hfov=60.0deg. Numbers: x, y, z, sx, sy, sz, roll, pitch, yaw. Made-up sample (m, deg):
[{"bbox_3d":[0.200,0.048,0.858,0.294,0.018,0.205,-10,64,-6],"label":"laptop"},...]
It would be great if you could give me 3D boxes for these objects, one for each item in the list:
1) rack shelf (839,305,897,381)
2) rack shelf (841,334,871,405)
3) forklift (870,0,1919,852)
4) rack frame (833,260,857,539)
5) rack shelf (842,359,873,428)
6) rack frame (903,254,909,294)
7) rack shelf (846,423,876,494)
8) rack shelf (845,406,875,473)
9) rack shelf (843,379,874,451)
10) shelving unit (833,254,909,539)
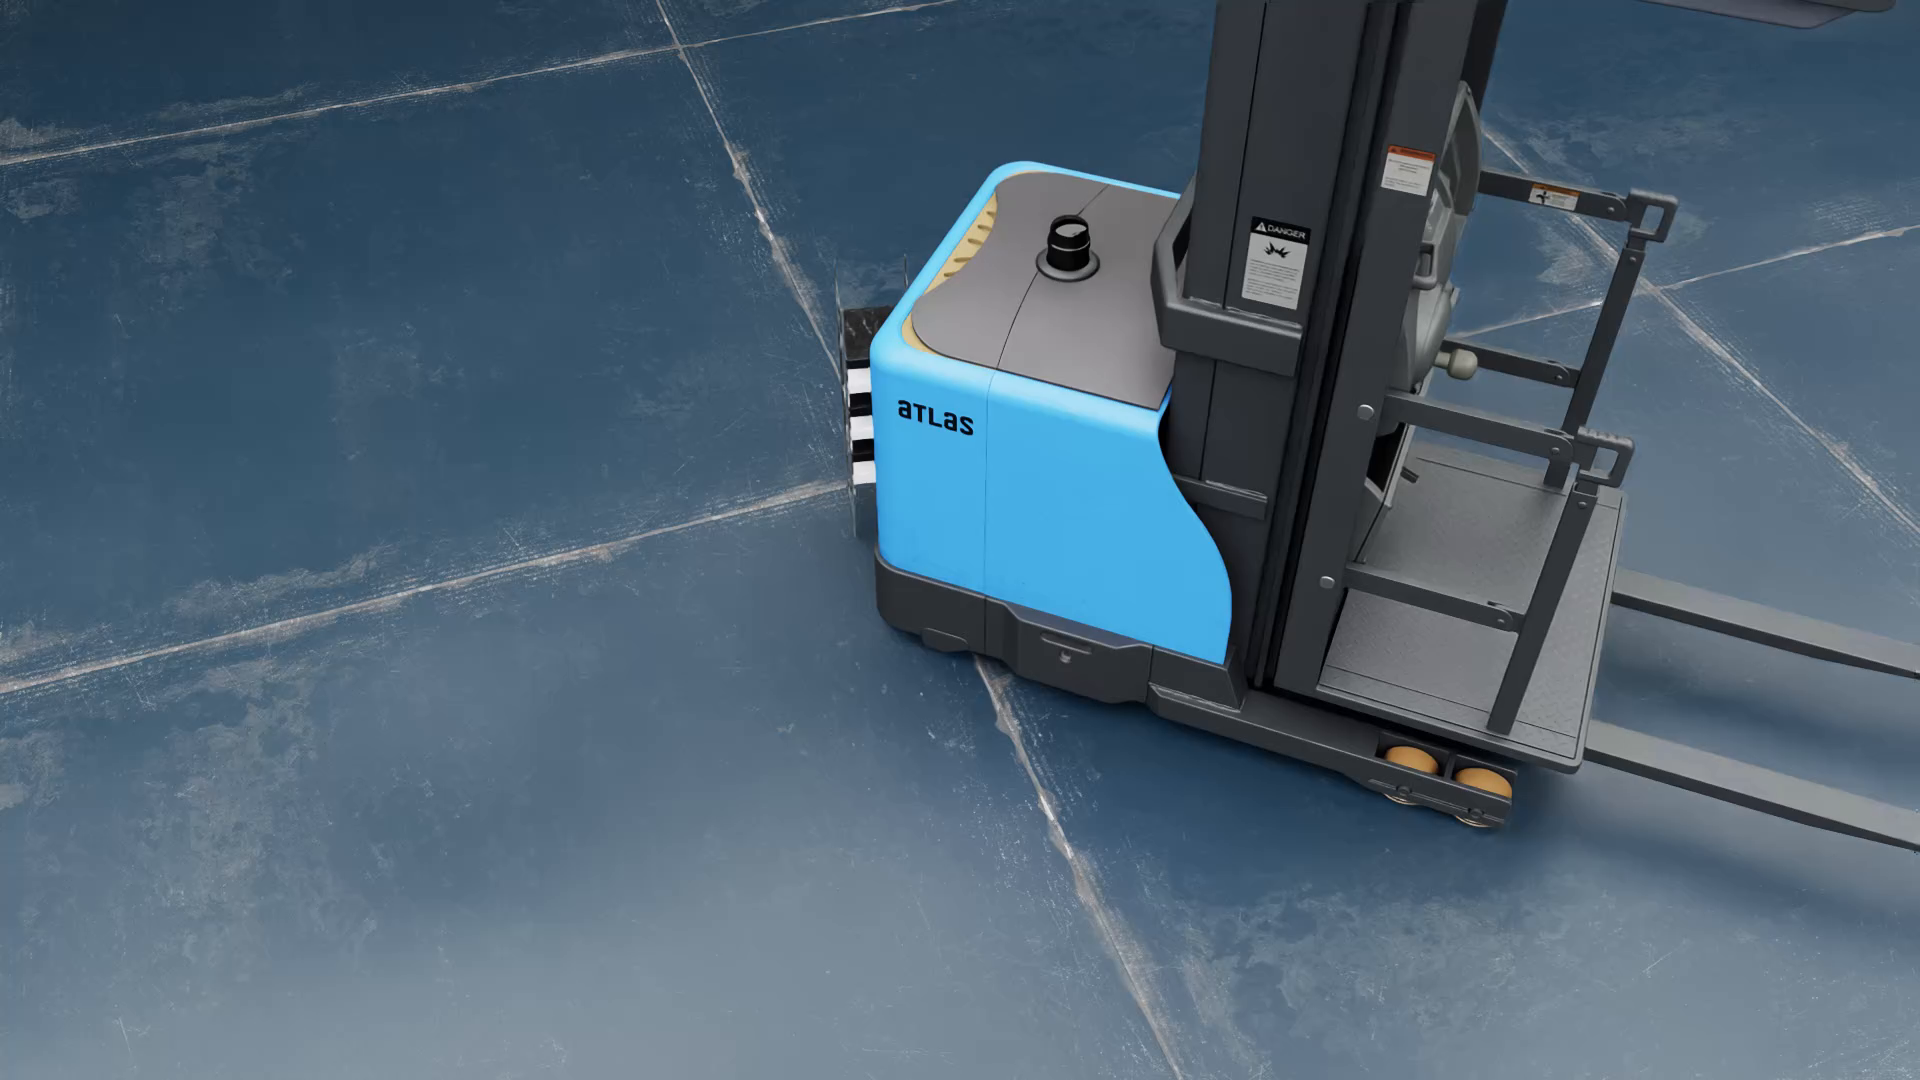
[{"bbox_3d":[-0.244,-0.582,4.860,0.200,0.077,0.258,-6,45,-6],"label":"rack shelf"},{"bbox_3d":[-0.244,-0.518,4.924,0.200,0.077,0.258,-6,45,-6],"label":"rack shelf"},{"bbox_3d":[1.320,-0.693,3.871,3.031,2.935,1.130,16,47,15],"label":"forklift"},{"bbox_3d":[-0.345,-0.404,5.017,0.006,0.900,0.240,-6,45,-6],"label":"rack frame"},{"bbox_3d":[-0.244,-0.455,4.987,0.200,0.077,0.258,-6,45,-6],"label":"rack shelf"},{"bbox_3d":[-0.144,-0.425,5.038,0.006,0.900,0.240,-6,45,-6],"label":"rack frame"},{"bbox_3d":[-0.244,-0.264,5.178,0.200,0.077,0.258,-6,45,-6],"label":"rack shelf"},{"bbox_3d":[-0.244,-0.327,5.115,0.200,0.077,0.258,-6,45,-6],"label":"rack shelf"},{"bbox_3d":[-0.244,-0.391,5.051,0.200,0.077,0.258,-6,45,-6],"label":"rack shelf"},{"bbox_3d":[-0.244,-0.414,5.028,0.210,0.900,0.258,-6,45,-6],"label":"shelving unit"}]
